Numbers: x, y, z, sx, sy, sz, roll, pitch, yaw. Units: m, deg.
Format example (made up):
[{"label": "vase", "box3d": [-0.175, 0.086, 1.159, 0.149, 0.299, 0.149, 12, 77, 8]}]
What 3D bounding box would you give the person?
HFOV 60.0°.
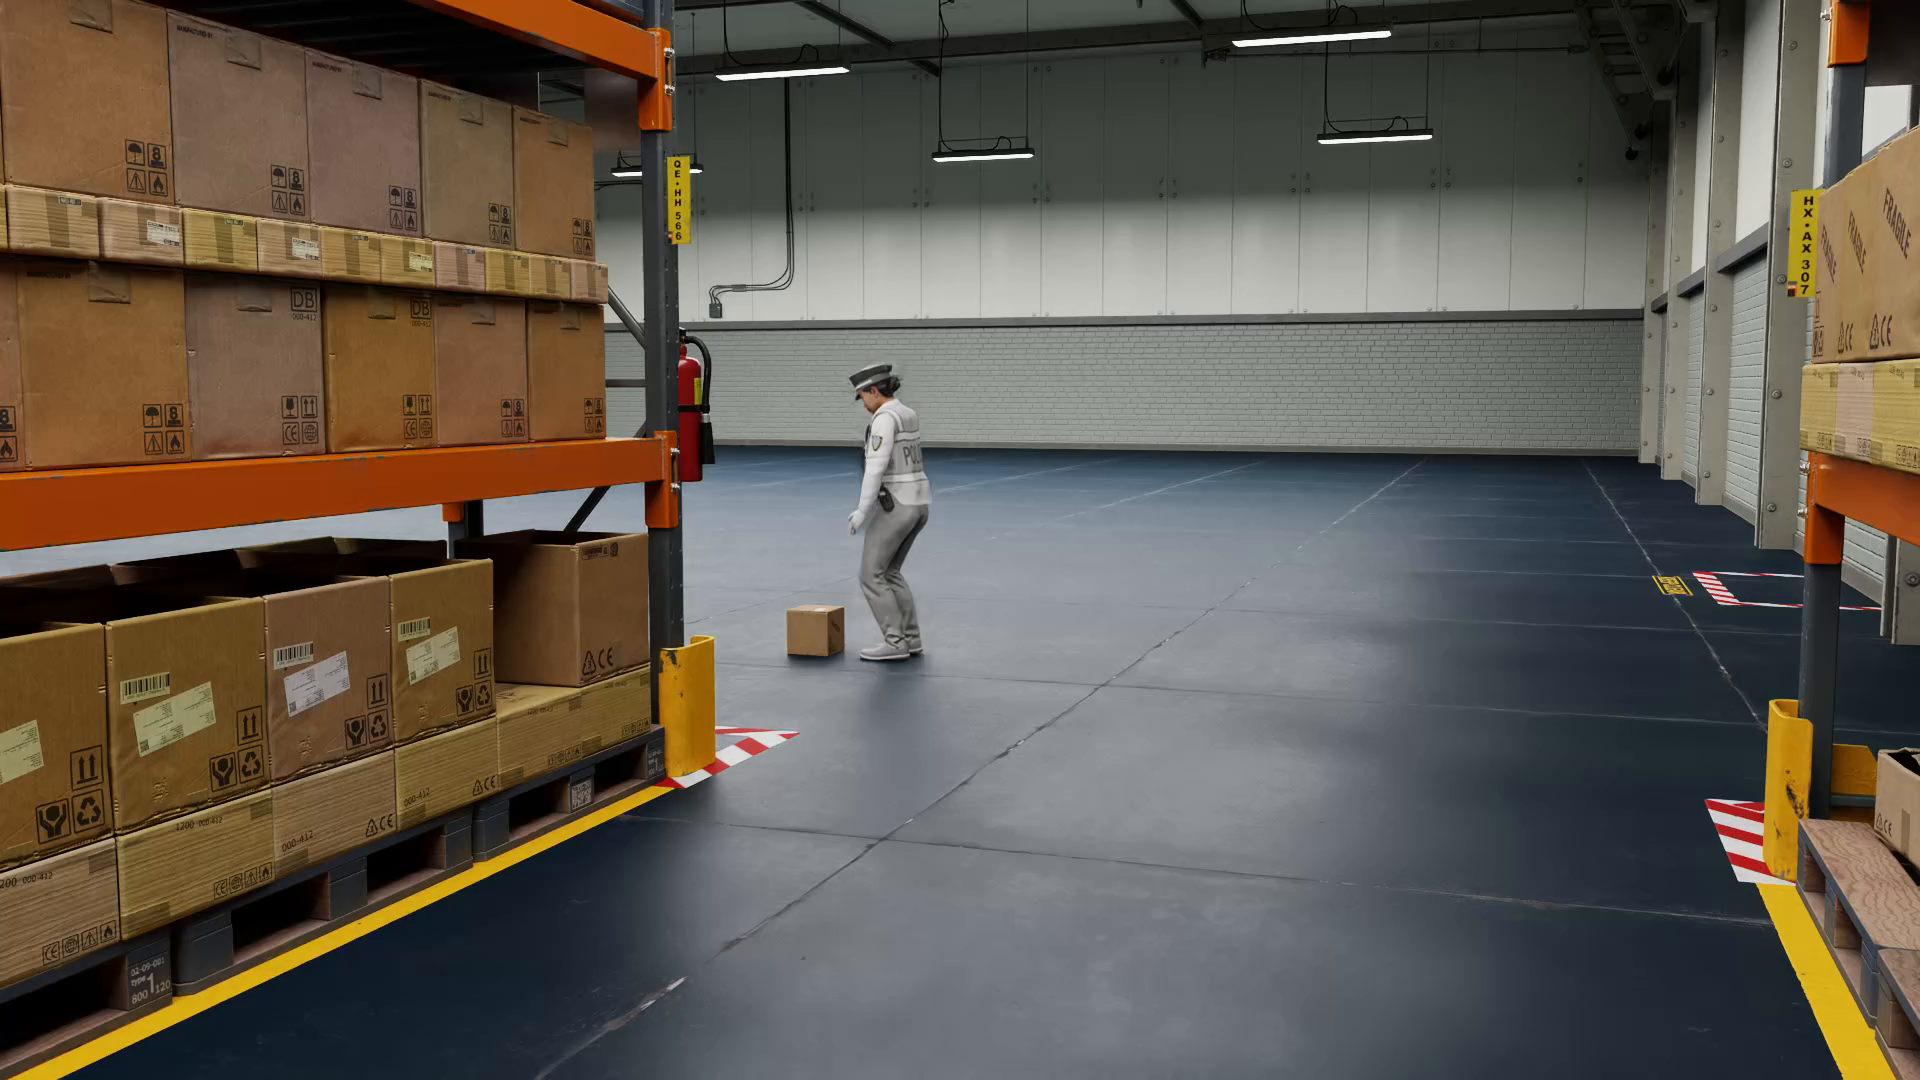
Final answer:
[{"label": "person", "box3d": [-0.395, -0.152, 9.146, 0.446, 1.626, 0.500, 2, 6, 20]}]
